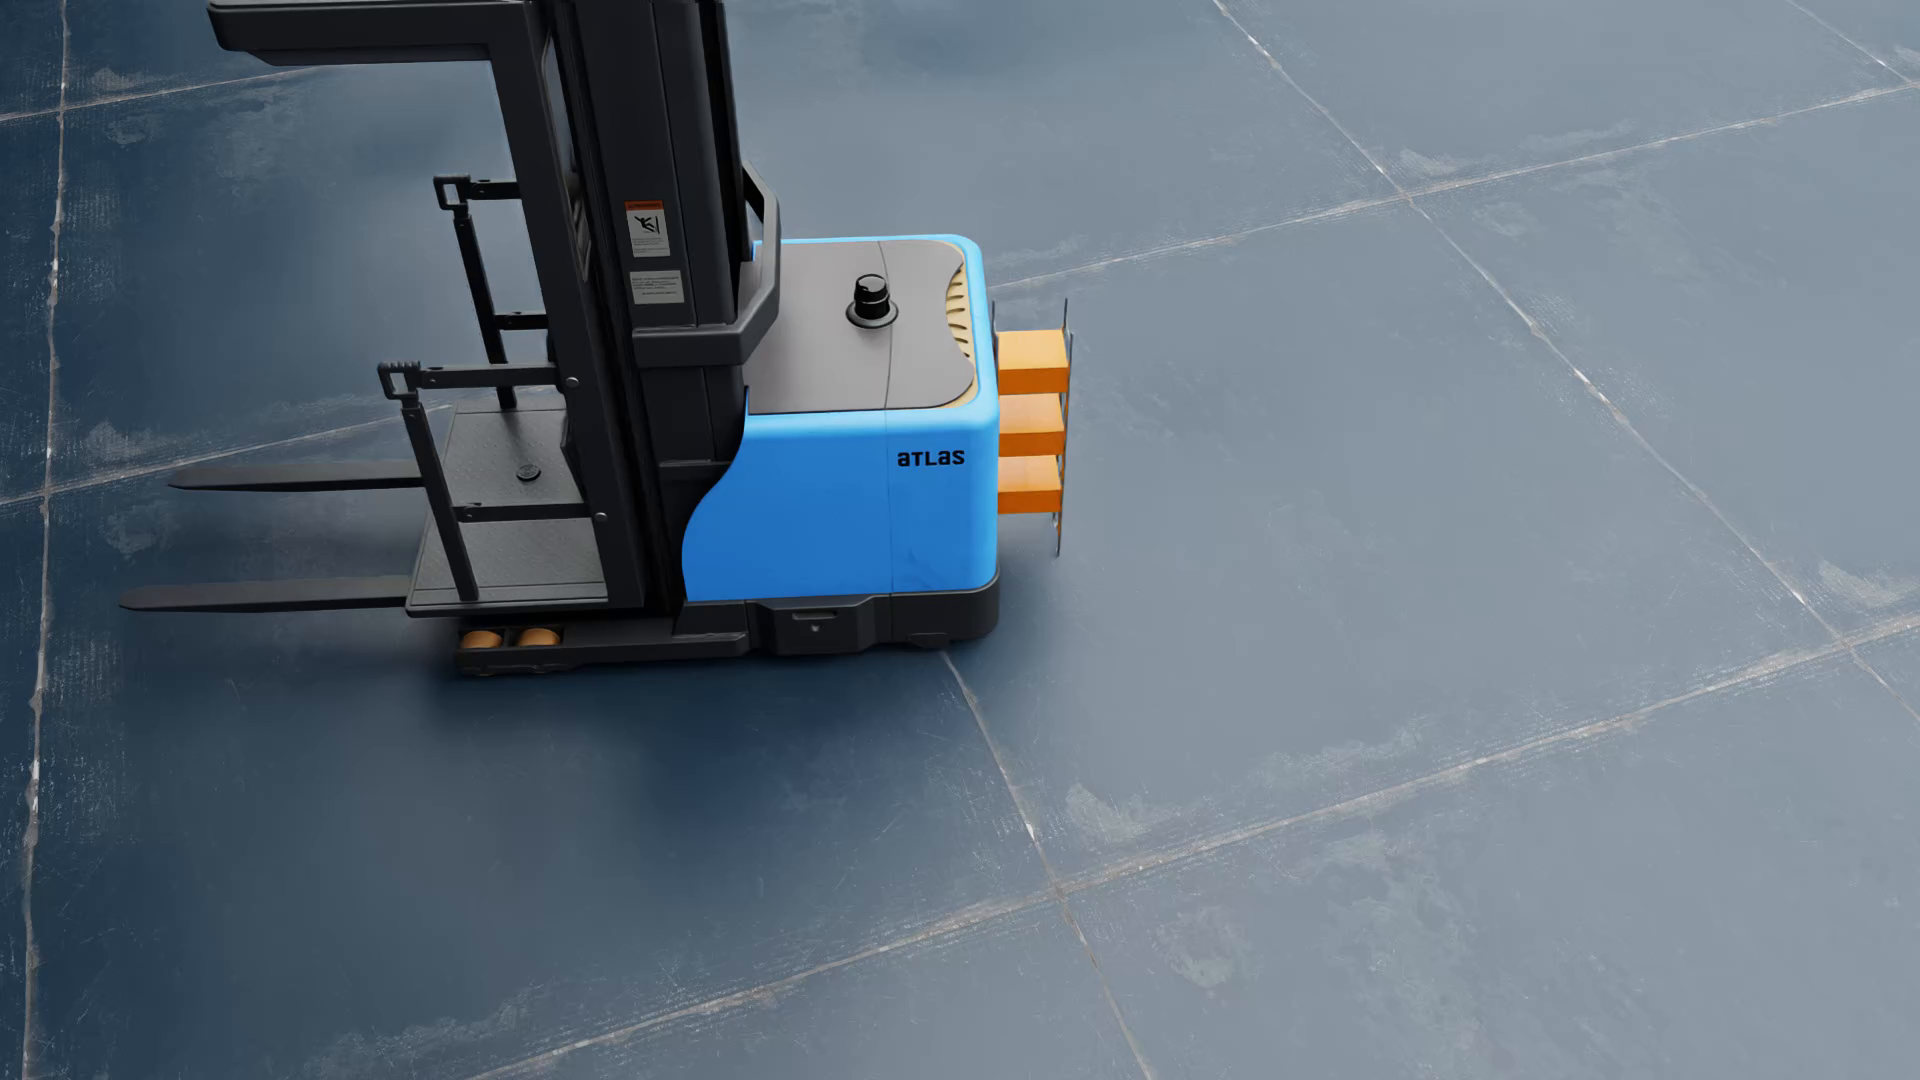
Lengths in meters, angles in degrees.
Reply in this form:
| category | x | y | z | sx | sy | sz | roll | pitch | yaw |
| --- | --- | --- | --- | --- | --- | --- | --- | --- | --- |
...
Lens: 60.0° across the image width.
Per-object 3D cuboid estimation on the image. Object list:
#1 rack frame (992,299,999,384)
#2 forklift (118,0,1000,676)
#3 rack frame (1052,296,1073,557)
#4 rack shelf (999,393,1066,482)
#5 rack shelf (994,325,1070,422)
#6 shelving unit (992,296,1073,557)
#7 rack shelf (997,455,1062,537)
| category | x | y | z | sx | sy | sz | roll | pitch | yaw |
| --- | --- | --- | --- | --- | --- | --- | --- | --- | --- |
| rack frame | 0.118 | -0.367 | 5.875 | 0.008 | 1.050 | 0.200 | -2 | 45 | -2 |
| forklift | -1.401 | -0.950 | 5.128 | 3.031 | 2.935 | 1.130 | -2 | 45 | -2 |
| rack frame | 0.362 | -0.377 | 5.885 | 0.008 | 1.050 | 0.200 | -2 | 45 | -2 |
| rack shelf | 0.240 | -0.365 | 5.887 | 0.240 | 0.259 | 0.215 | -2 | 45 | -2 |
| rack shelf | 0.240 | -0.565 | 5.686 | 0.240 | 0.259 | 0.215 | -2 | 45 | -2 |
| shelving unit | 0.240 | -0.372 | 5.880 | 0.252 | 1.050 | 0.215 | -2 | 45 | -2 |
| rack shelf | 0.240 | -0.168 | 6.084 | 0.240 | 0.259 | 0.215 | -2 | 45 | -2 |
